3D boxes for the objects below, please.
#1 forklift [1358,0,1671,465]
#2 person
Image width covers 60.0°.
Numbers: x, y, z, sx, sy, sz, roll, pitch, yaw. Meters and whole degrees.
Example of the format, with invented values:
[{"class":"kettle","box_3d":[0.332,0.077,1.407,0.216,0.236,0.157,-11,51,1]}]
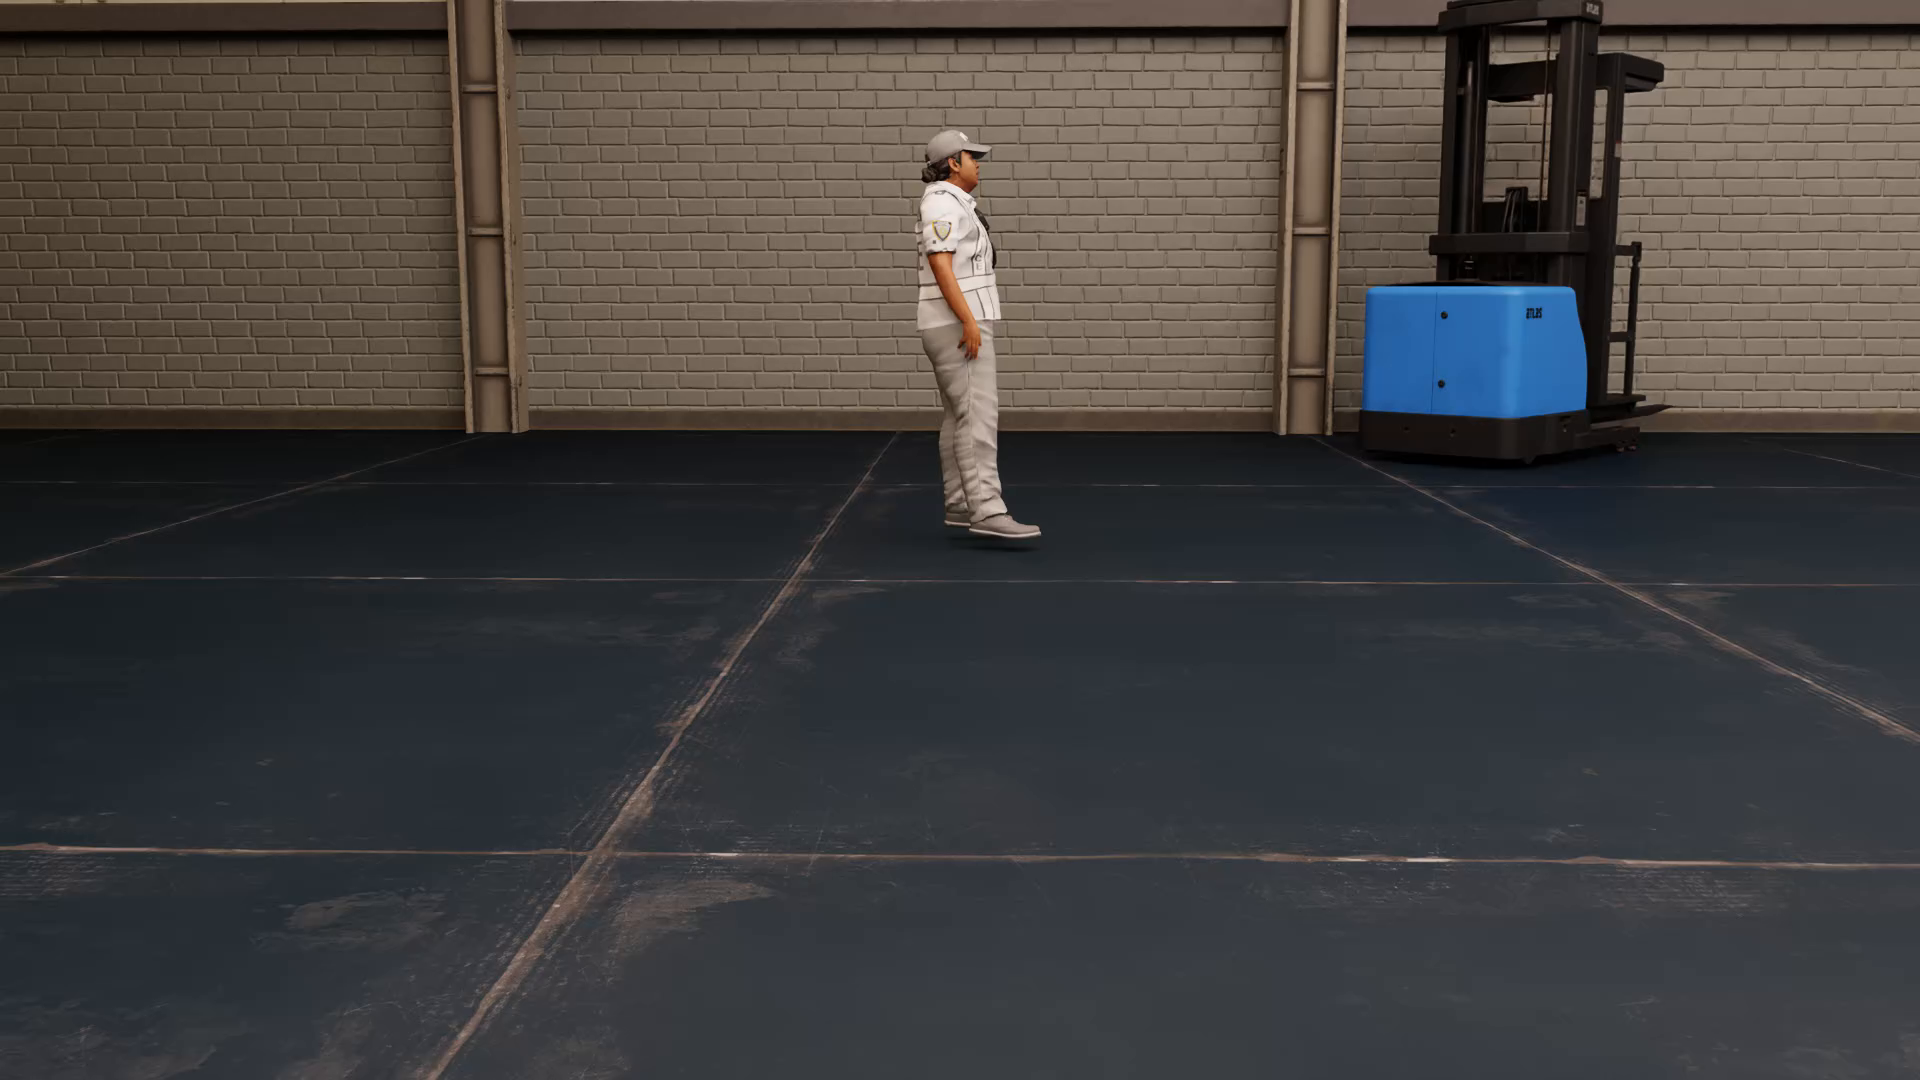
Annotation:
[{"class":"forklift","box_3d":[3.859,-2.064,10.935,1.130,2.935,3.031,8,12,42]},{"class":"person","box_3d":[0.076,-0.868,6.970,0.528,1.669,0.599,0,9,1]}]
